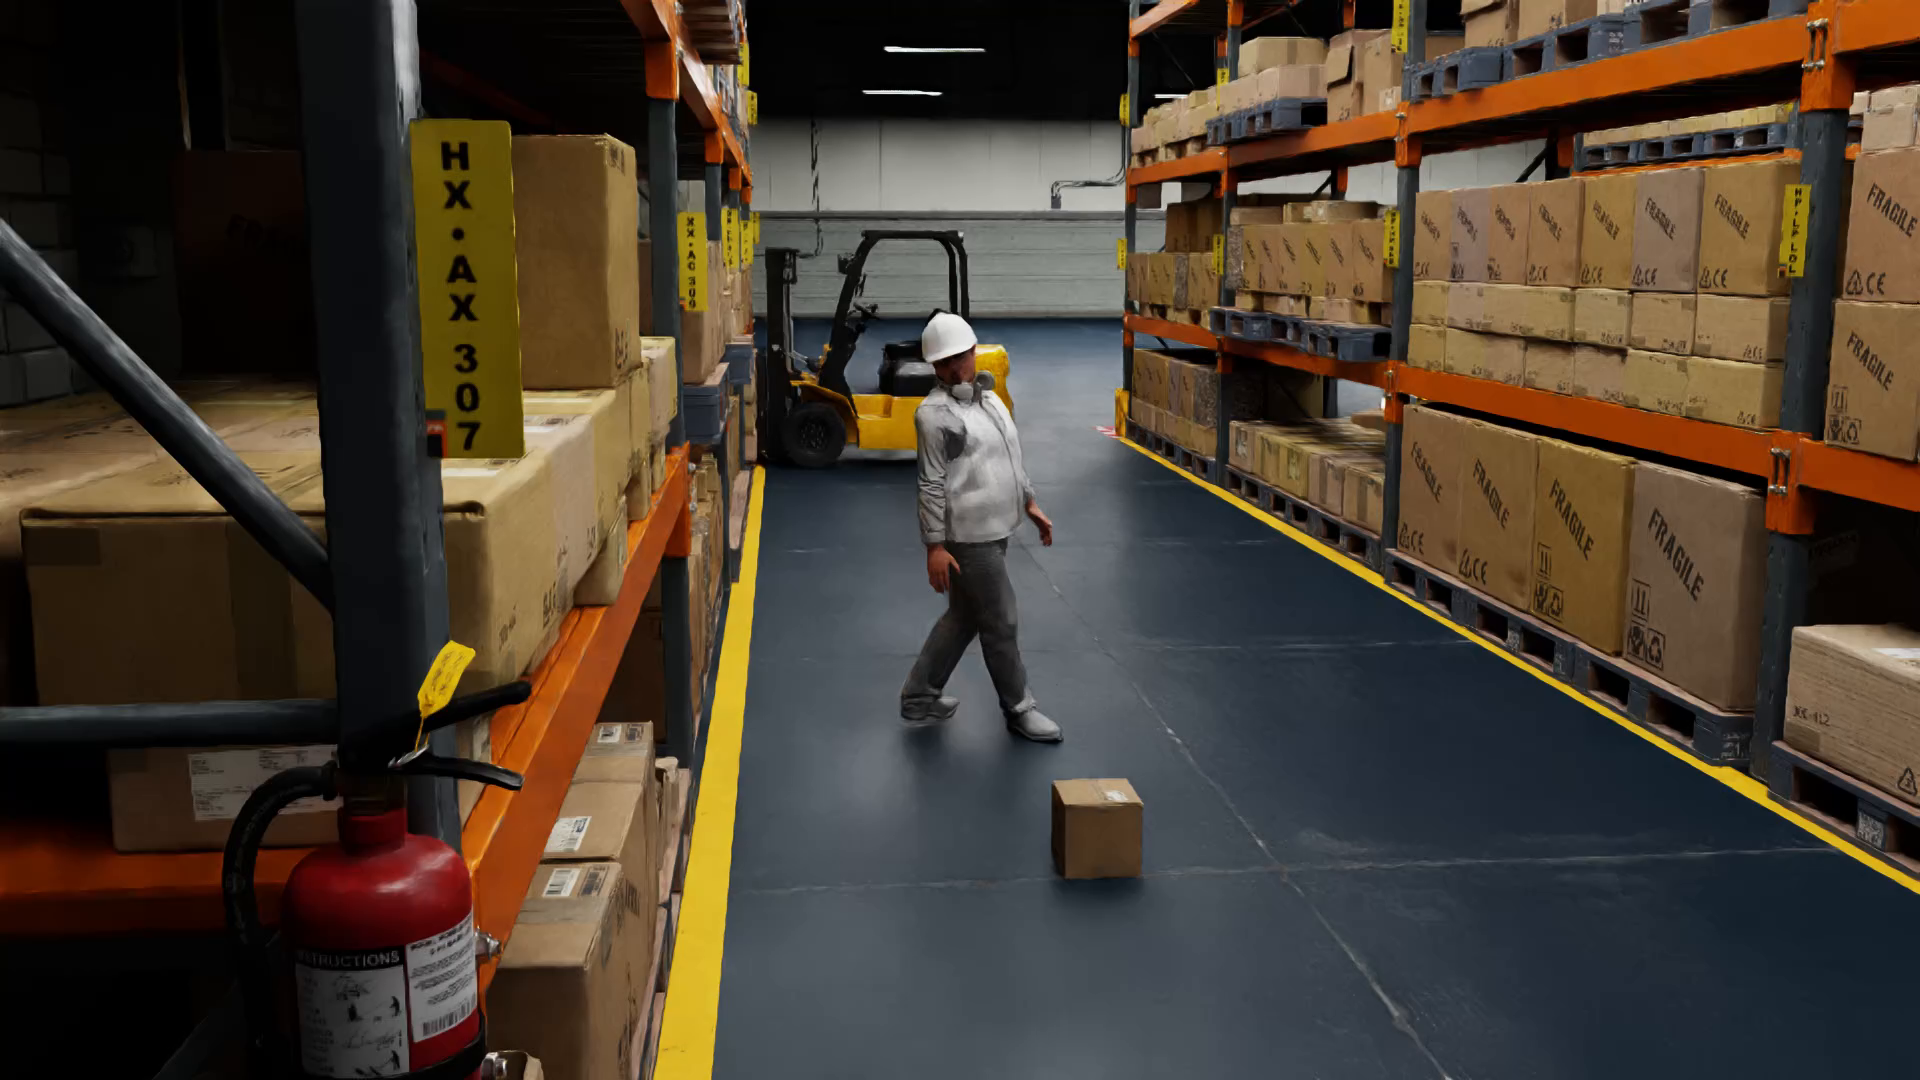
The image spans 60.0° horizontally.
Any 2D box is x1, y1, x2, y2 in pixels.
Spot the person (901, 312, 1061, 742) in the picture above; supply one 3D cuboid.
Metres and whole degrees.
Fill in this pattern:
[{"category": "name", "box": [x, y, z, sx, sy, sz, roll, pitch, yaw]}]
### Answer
[{"category": "person", "box": [0.071, -0.041, 6.663, 0.681, 1.732, 0.573, 3, 10, 15]}]
